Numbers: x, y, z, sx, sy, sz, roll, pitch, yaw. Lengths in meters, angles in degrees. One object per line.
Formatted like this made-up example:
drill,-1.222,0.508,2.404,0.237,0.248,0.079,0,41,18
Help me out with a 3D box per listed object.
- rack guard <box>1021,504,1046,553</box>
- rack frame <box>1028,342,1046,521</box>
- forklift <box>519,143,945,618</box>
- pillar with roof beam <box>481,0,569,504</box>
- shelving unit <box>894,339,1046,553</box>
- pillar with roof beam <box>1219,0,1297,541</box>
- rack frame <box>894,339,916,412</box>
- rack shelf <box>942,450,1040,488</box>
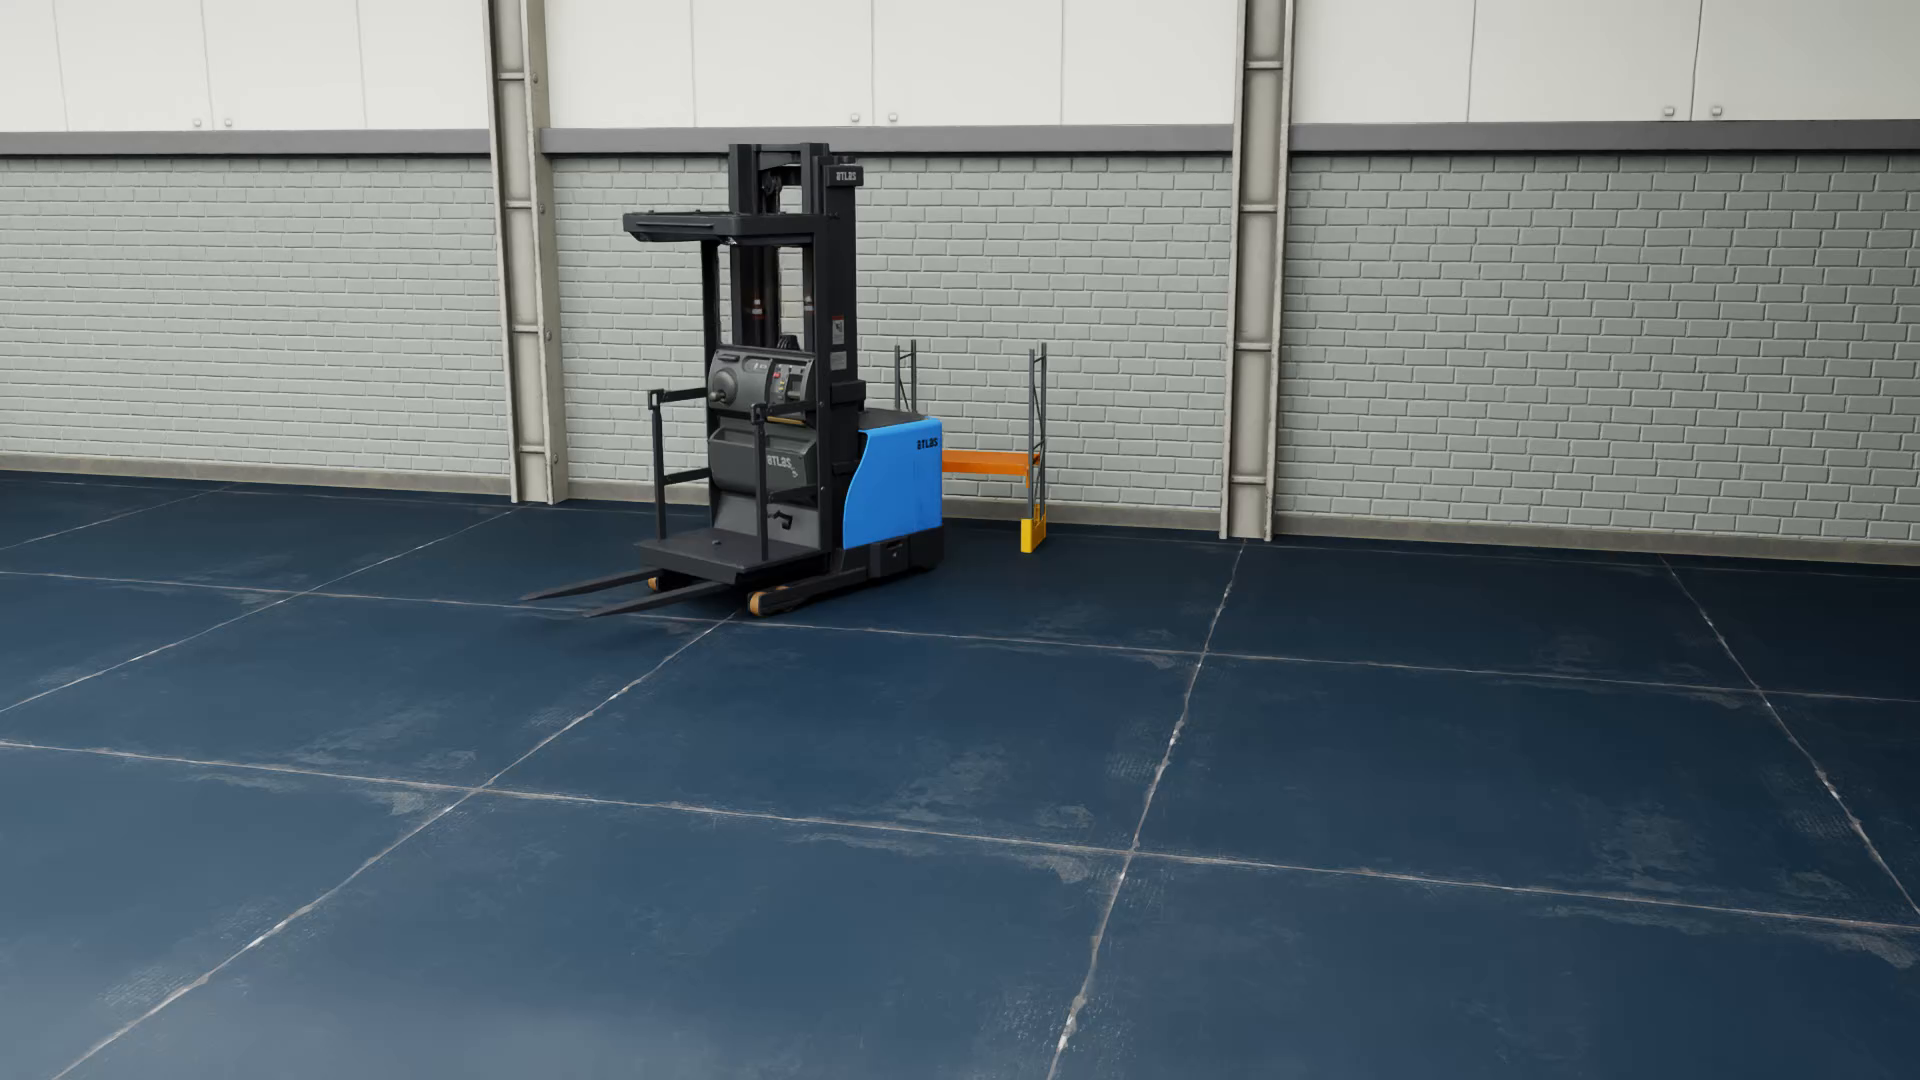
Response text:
rack guard,0.558,-0.092,12.572,0.087,0.250,0.587,3,13,14
rack frame,0.576,-0.701,12.432,0.032,1.500,0.500,3,13,14
forklift,-1.447,-1.062,10.755,1.130,2.935,3.031,10,16,39
pillar with roof beam,-4.634,-3.833,9.233,0.400,9.000,9.100,3,13,14
shelving unit,0.074,-0.728,12.553,1.083,1.500,0.587,3,13,14
pillar with roof beam,1.191,-3.521,7.830,0.400,9.000,9.100,3,13,14
rack frame,-0.411,-0.754,12.670,0.032,1.500,0.500,3,13,14
rack shelf,0.083,-0.552,12.590,1.000,0.185,0.538,3,13,14
